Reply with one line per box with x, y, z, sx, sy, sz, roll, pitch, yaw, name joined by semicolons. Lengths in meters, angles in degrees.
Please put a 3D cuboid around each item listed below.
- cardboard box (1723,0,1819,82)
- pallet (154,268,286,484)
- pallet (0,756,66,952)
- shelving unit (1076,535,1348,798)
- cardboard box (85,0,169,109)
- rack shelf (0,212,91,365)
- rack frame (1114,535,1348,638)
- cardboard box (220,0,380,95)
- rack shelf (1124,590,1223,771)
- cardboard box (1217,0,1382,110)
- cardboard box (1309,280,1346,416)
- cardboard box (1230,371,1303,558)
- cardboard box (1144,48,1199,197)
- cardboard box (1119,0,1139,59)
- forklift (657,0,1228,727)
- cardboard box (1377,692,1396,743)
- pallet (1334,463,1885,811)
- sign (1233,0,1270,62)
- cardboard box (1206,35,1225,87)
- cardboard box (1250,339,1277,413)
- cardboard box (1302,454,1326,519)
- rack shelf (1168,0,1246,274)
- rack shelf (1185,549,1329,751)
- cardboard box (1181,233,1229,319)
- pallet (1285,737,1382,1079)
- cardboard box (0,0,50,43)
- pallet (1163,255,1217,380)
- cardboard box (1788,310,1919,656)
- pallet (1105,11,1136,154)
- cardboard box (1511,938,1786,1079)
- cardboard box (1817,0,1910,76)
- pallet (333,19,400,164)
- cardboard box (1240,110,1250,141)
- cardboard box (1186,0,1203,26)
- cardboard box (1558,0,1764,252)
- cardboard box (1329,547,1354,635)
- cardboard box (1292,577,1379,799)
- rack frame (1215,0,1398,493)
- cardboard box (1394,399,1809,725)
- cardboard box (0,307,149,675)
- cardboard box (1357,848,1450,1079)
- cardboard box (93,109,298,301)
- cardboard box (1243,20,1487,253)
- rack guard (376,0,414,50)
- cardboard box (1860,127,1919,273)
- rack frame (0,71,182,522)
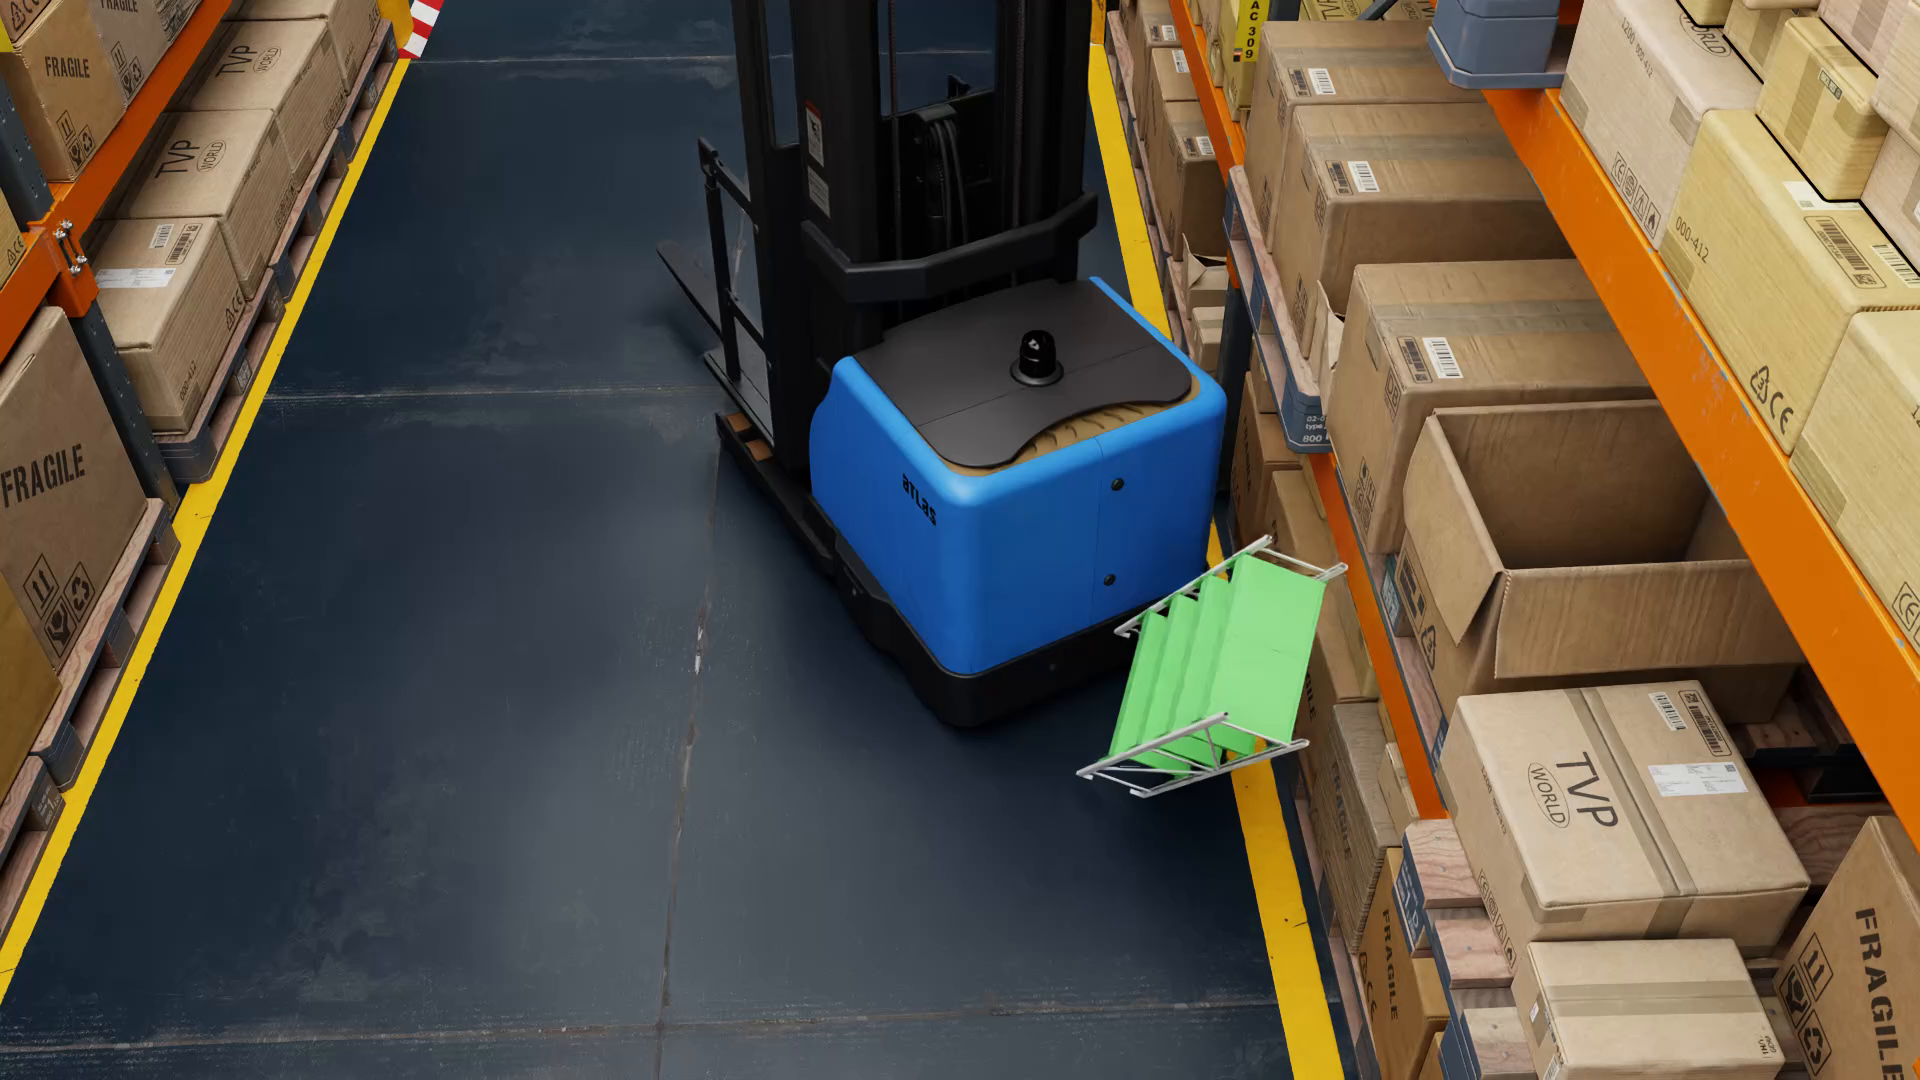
1.382;-0.766;2.461;0.380;0.149;0.250;-1;43;-1;cardboard box
-3.454;-0.689;6.845;1.003;0.211;1.213;-2;43;-2;pallet
-3.337;1.171;4.816;1.003;0.211;1.213;-2;43;-2;pallet
0.695;0.407;4.836;0.258;1.200;0.503;20;71;-9;shelving unit
-3.275;-1.902;6.031;0.500;0.500;0.500;-1;43;-2;cardboard box
-3.415;0.414;4.111;1.077;0.370;4.000;-2;43;-2;rack shelf
0.762;0.186;4.913;0.240;1.200;0.015;20;71;-9;rack frame
-3.542;-2.669;8.527;0.875;0.438;0.875;-3;43;-3;cardboard box
0.680;0.423;4.895;0.258;0.148;0.480;20;71;-9;rack shelf
1.194;-1.737;5.816;0.500;0.250;0.500;-1;43;-1;cardboard box
1.135;-0.502;4.367;0.396;0.266;0.258;0;43;0;cardboard box
1.255;-0.246;5.838;0.500;0.500;0.500;0;43;0;cardboard box
1.141;-1.926;7.671;0.500;0.500;0.500;-1;43;-1;cardboard box
1.221;-2.865;8.693;0.797;0.503;0.637;-3;43;-3;cardboard box
-0.308;-1.450;5.663;1.130;2.935;3.031;-21;46;-21;forklift
1.367;0.492;4.552;0.380;0.149;0.250;-1;43;-2;cardboard box
1.542;0.112;4.050;1.003;0.211;1.213;-2;43;-2;pallet
0.918;-1.645;5.184;0.100;0.325;0.005;-2;43;-2;sign
1.126;-1.811;6.192;0.380;0.149;0.250;-1;43;-1;cardboard box
1.209;-0.569;5.710;0.380;0.149;0.250;0;43;0;cardboard box
1.320;-0.211;5.319;0.380;0.149;0.250;-4;43;-4;cardboard box
1.374;-2.431;7.215;1.077;0.370;4.000;-2;43;-2;rack shelf
0.795;0.301;4.446;0.258;0.148;0.480;20;71;-9;rack shelf
1.127;-1.102;6.945;0.396;0.266;0.258;0;43;0;cardboard box
1.587;1.055;4.942;1.003;0.211;1.213;-2;43;-2;pallet
-3.278;-1.935;5.327;0.500;0.500;0.500;-1;43;-2;cardboard box
1.431;-0.782;6.947;1.003;0.211;1.213;-2;43;-2;pallet
1.365;-0.036;1.960;0.500;0.250;0.500;-3;43;-3;cardboard box
1.328;-2.429;8.744;1.003;0.211;1.213;-2;43;-2;pallet
1.218;0.860;2.967;0.380;0.149;0.250;-1;43;-1;cardboard box
1.383;-0.708;2.178;0.380;0.149;0.250;-2;43;-2;cardboard box
-3.557;-2.336;8.642;1.003;0.211;1.213;-2;43;-2;pallet
1.194;-1.462;5.811;0.380;0.149;0.250;-1;43;-1;cardboard box
1.103;-2.161;6.574;0.380;0.149;0.250;-2;43;-2;cardboard box
1.321;-0.713;2.699;0.500;0.250;0.500;-2;43;-2;cardboard box
1.319;0.143;4.933;0.380;0.149;0.250;-2;43;-2;cardboard box
1.304;0.450;5.079;0.500;0.500;0.500;-3;43;-3;cardboard box
1.459;-1.346;5.499;1.000;3.000;0.127;-2;43;-2;rack frame
1.375;0.065;3.572;0.797;0.503;0.637;-3;43;-3;cardboard box
-3.393;-0.156;5.462;0.875;0.875;0.875;0;43;0;cardboard box
1.361;1.150;4.314;0.500;0.500;0.500;0;43;0;cardboard box
-3.458;-1.443;7.190;0.875;0.438;0.875;-3;43;-3;cardboard box
1.256;-1.205;4.960;0.700;0.500;0.500;-1;43;-1;cardboard box
-3.671;-2.996;9.149;1.175;0.500;0.348;-2;43;-2;rack guard
1.397;-0.429;2.095;0.380;0.149;0.250;-1;43;-1;cardboard box
-3.500;-1.201;5.341;1.000;3.000;0.127;-2;43;-2;rack frame
